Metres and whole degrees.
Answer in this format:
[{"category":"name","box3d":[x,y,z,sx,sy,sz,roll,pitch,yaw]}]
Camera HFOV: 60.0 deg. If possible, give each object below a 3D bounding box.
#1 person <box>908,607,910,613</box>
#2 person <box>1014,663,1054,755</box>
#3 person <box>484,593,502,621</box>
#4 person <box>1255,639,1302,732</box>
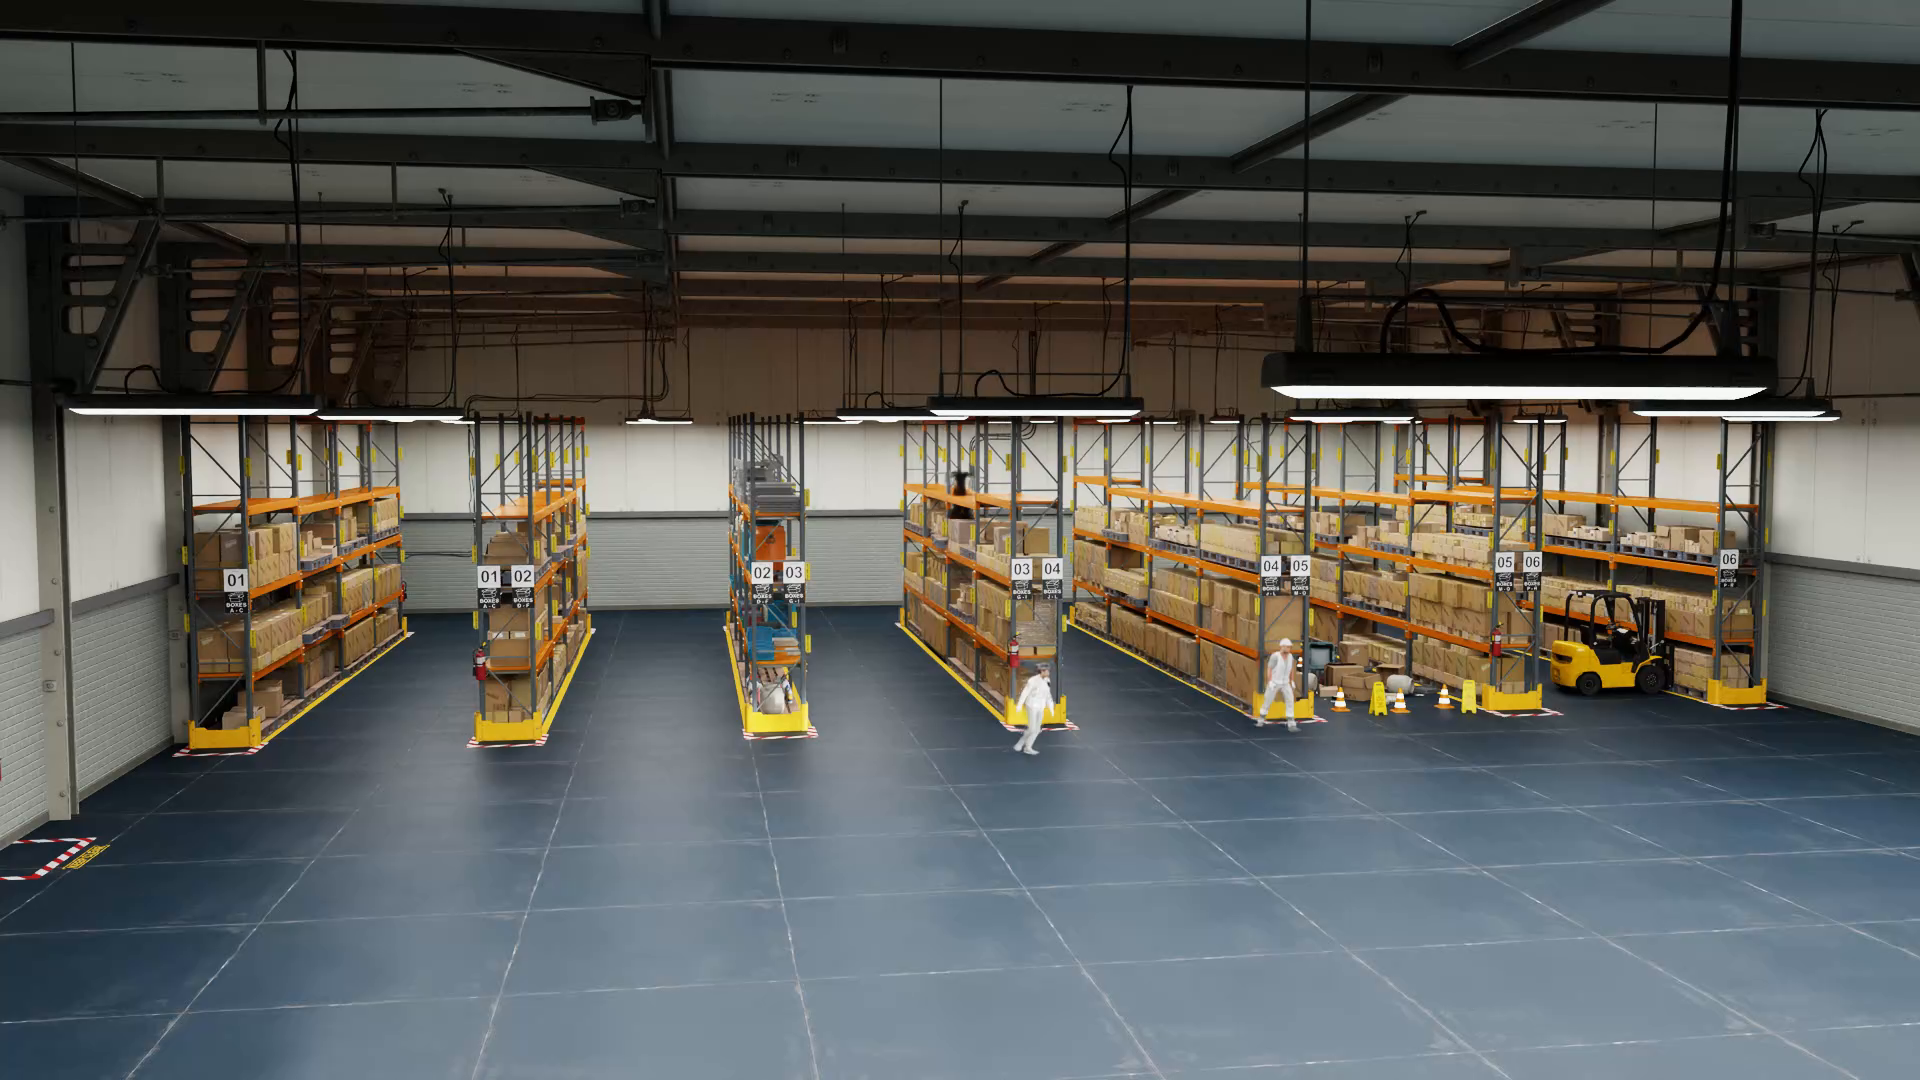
[{"category":"person","box3d":[-1.234,1.519,49.081,0.641,1.739,0.652,3,5,35]},{"category":"person","box3d":[1.309,2.943,29.051,0.633,1.633,0.543,-3,5,-38]},{"category":"person","box3d":[-12.109,1.951,43.432,0.700,1.650,0.764,-1,4,-20]},{"category":"person","box3d":[6.041,2.717,31.383,0.724,1.744,0.889,-2,4,-26]}]
